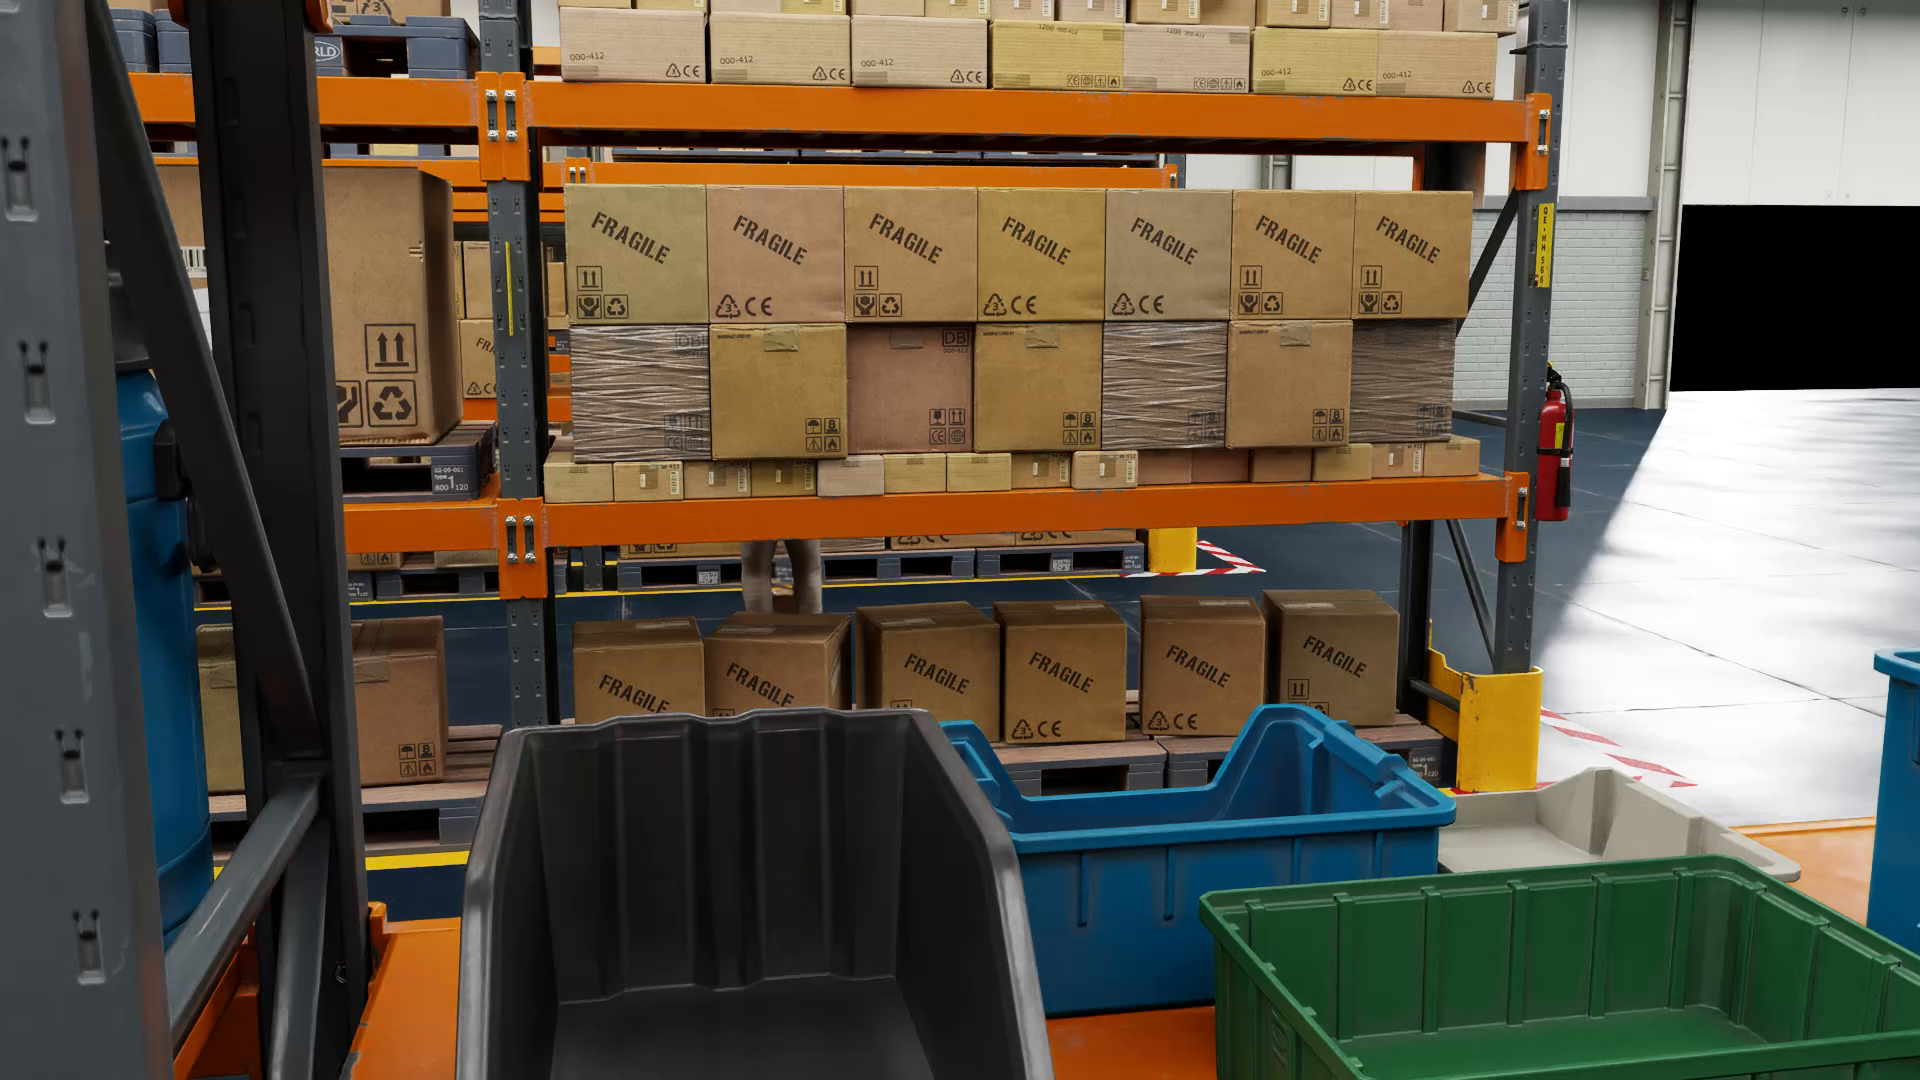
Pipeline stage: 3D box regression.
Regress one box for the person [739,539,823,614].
[{"bbox_3d":[-0.984,-0.217,9.003,0.568,1.657,0.359,-2,10,-13],"label":"person"}]
